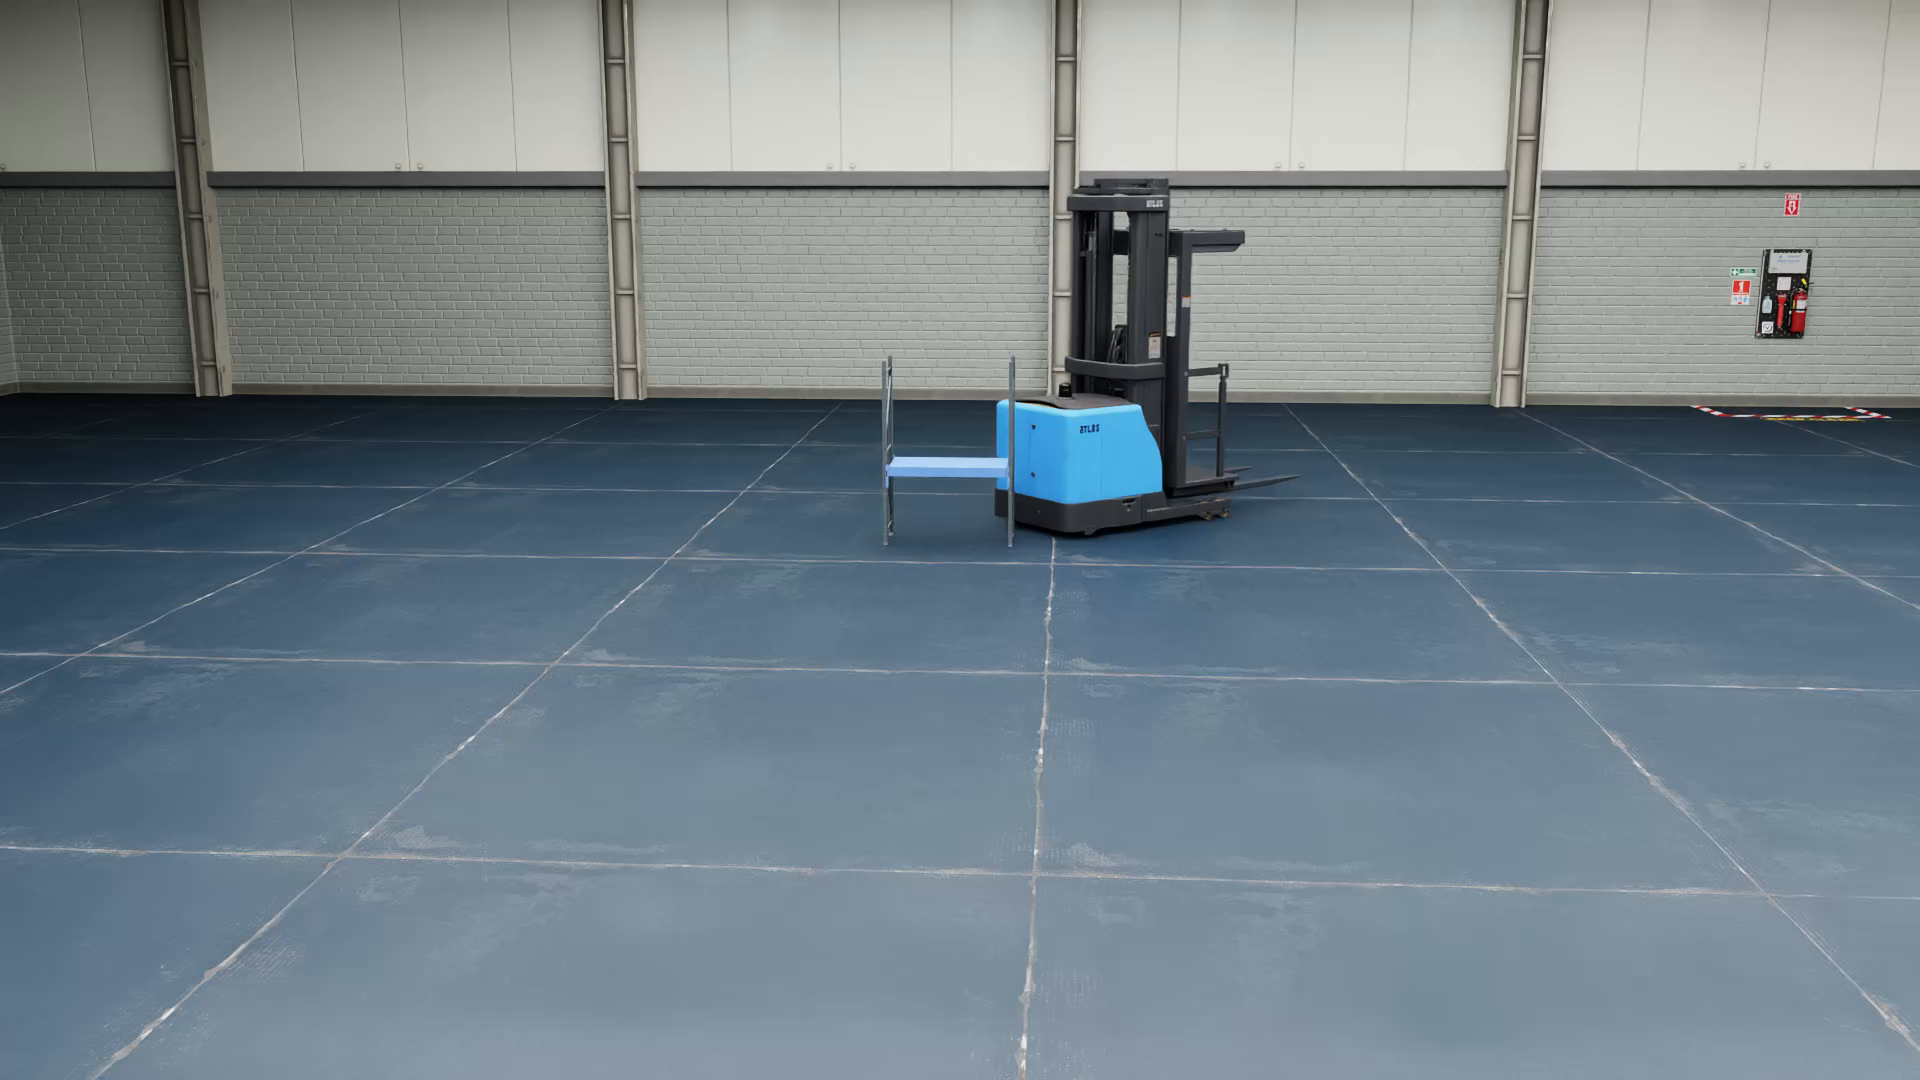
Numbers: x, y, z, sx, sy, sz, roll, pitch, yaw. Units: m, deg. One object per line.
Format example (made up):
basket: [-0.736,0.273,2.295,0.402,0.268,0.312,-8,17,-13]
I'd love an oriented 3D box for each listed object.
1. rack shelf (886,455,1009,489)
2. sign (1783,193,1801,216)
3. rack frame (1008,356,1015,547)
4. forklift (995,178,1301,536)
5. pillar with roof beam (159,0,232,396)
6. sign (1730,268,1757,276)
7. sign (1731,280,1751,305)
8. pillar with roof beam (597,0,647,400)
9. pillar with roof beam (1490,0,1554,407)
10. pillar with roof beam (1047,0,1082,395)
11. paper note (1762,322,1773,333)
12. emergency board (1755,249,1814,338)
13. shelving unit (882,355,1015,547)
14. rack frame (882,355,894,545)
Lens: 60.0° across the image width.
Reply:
rack shelf: [-0.085,-0.559,13.657,1.000,0.185,0.538,1,12,4]
sign: [10.904,-4.394,21.786,0.199,0.298,0.001,1,12,4]
rack frame: [0.422,-0.728,13.587,0.032,1.500,0.500,1,12,4]
forklift: [1.785,-1.688,14.680,3.031,2.935,1.130,-9,15,-36]
pillar with roof beam: [-10.866,-5.583,18.478,0.400,9.000,9.100,1,12,4]
sign: [10.364,-3.543,21.996,0.331,0.109,0.001,1,12,4]
sign: [10.360,-3.285,22.059,0.234,0.329,0.001,1,12,4]
pillar with roof beam: [-4.879,-5.501,18.086,0.400,9.000,9.100,1,12,4]
pillar with roof beam: [7.094,-5.336,17.301,0.400,9.000,9.100,1,12,4]
pillar with roof beam: [1.107,-5.418,17.693,0.400,9.000,9.100,1,12,4]
paper note: [10.733,-2.824,22.095,0.142,0.148,0.016,1,12,4]
emergency board: [10.905,-3.239,21.926,0.643,1.169,0.194,1,12,4]
shelving unit: [-0.085,-0.735,13.620,1.048,1.500,0.538,1,12,4]
rack frame: [-0.592,-0.742,13.653,0.032,1.500,0.500,1,12,4]
